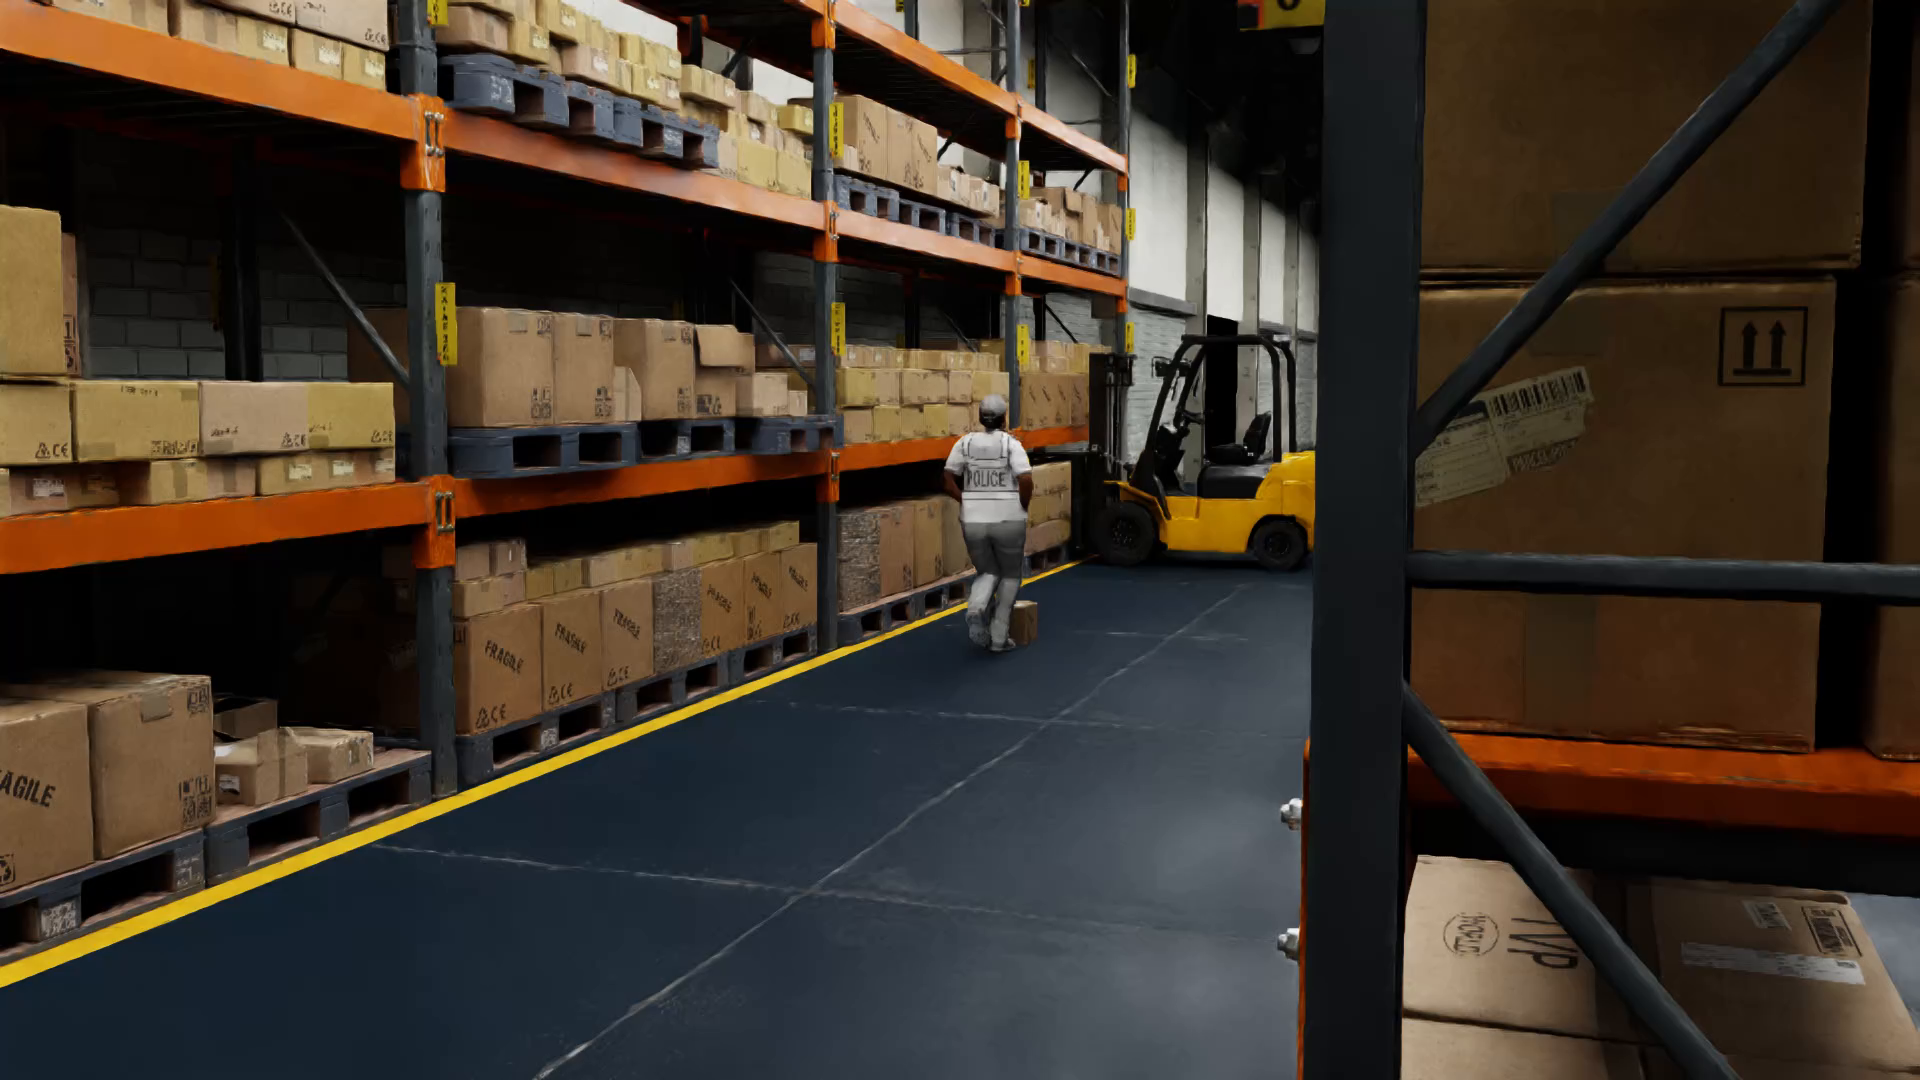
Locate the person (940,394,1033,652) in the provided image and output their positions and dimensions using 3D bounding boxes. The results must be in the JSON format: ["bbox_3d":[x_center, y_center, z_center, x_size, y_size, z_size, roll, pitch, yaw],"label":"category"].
[{"bbox_3d":[0.197,-0.100,10.452,0.622,1.631,0.563,2,6,22],"label":"person"}]
